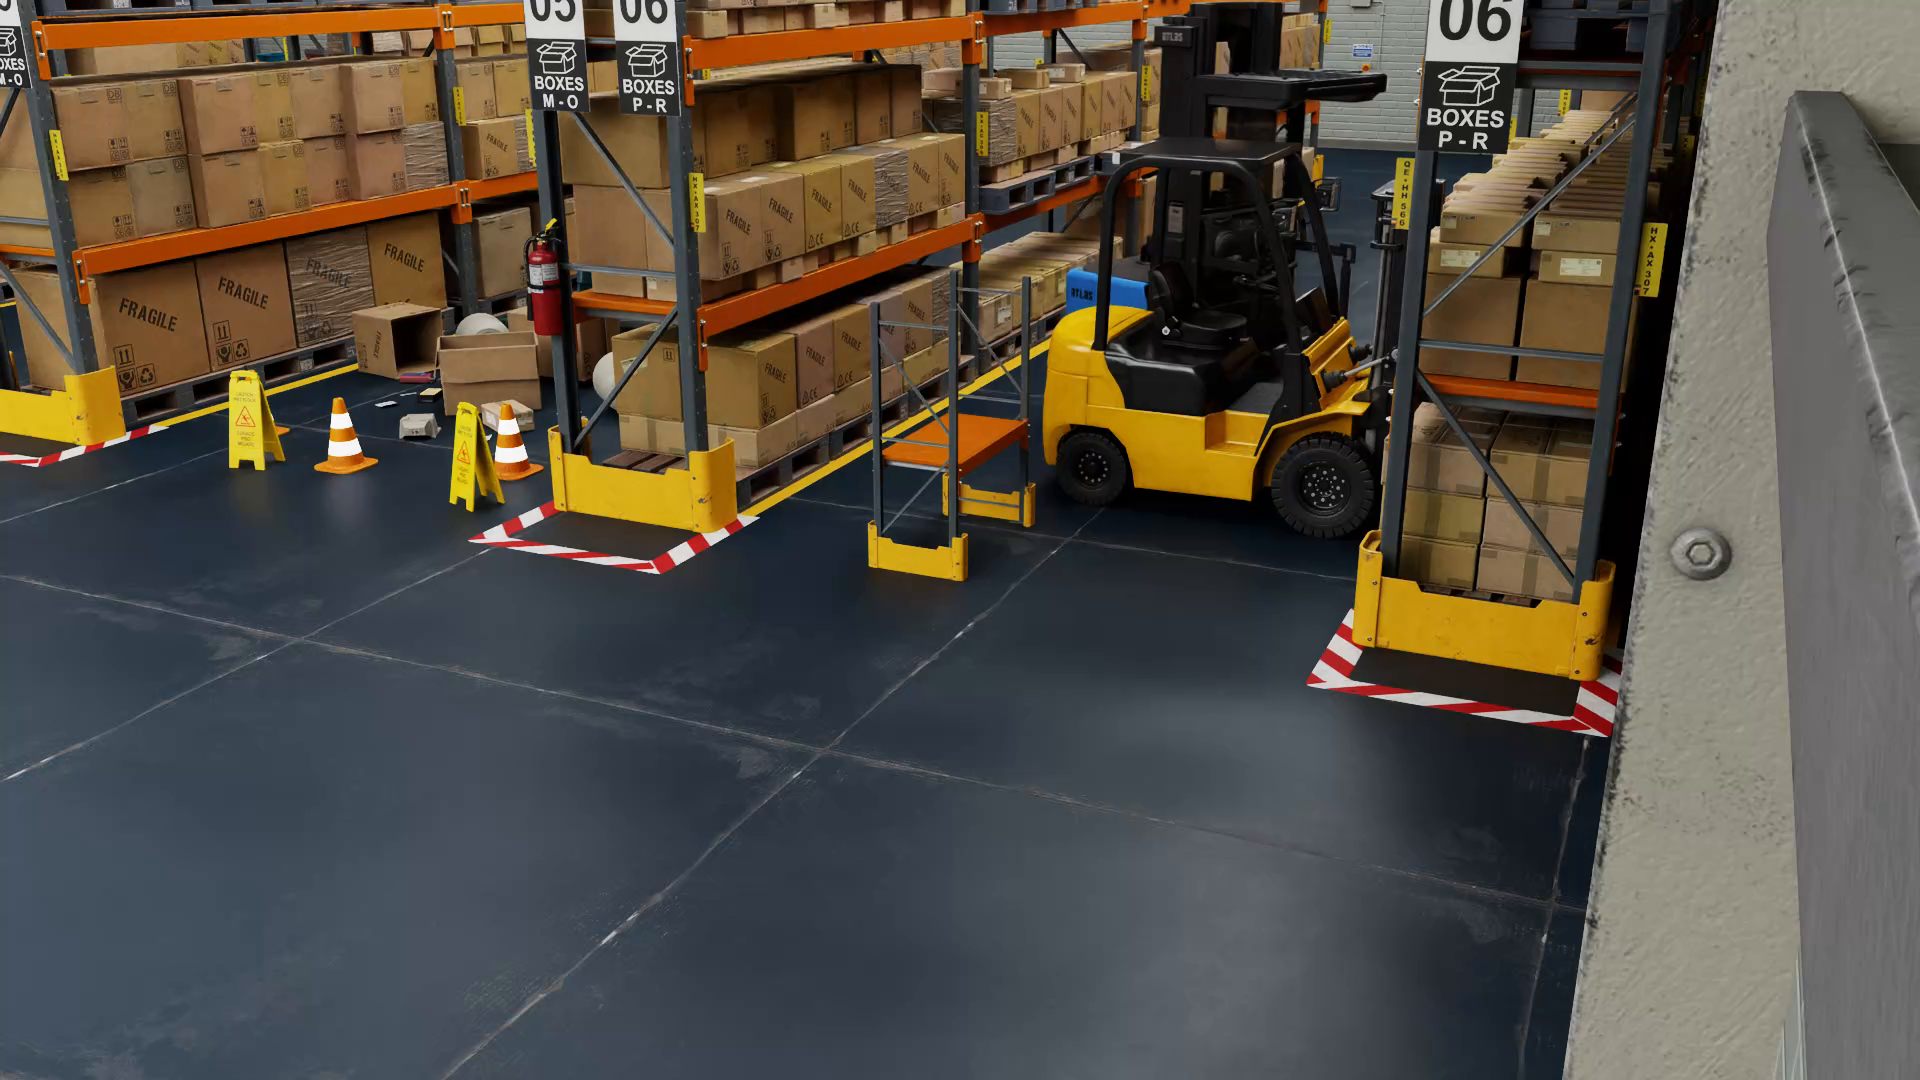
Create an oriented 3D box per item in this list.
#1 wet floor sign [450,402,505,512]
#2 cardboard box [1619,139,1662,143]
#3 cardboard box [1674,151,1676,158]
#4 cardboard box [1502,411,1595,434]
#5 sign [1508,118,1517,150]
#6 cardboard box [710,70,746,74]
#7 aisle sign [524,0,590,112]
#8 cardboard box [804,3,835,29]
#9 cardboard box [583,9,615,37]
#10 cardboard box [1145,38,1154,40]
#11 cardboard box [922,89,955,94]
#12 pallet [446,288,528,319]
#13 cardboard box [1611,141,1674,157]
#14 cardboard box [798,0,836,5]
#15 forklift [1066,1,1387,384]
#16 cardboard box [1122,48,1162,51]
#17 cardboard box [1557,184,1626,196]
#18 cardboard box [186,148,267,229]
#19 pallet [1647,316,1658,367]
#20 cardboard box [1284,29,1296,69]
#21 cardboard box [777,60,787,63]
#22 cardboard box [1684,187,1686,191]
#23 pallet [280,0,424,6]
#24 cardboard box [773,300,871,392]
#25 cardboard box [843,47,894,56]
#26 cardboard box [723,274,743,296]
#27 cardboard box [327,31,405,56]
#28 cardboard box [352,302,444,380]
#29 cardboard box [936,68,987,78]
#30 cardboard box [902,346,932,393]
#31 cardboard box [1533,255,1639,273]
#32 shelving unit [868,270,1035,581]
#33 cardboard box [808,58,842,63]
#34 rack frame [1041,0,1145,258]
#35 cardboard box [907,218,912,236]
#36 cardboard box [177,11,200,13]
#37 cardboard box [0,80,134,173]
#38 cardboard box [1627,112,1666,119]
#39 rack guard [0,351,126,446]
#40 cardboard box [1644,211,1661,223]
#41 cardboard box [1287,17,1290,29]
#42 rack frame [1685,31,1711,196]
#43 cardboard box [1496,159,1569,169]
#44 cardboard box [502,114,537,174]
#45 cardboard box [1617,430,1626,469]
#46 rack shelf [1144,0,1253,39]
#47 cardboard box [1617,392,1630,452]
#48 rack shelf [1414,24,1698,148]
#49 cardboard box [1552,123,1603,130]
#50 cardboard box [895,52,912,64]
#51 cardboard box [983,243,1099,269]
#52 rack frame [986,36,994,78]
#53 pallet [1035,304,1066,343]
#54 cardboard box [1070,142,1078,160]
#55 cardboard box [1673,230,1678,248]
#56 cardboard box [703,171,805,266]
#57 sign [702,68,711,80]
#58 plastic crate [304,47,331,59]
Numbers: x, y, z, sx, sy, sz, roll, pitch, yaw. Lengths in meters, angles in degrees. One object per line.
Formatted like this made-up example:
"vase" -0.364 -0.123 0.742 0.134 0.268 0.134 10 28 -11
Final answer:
"wet floor sign" -3.023 -0.535 10.311 0.267 0.644 0.232 18 26 41
"cardboard box" 5.010 -2.834 12.144 0.380 0.149 0.250 9 21 23
"cardboard box" 5.278 -2.849 12.781 0.500 0.250 0.500 8 21 22
"cardboard box" 3.132 -0.524 8.749 0.500 0.250 0.500 9 21 23
"sign" 3.700 -2.679 11.214 0.100 0.325 0.005 9 21 23
"cardboard box" -2.673 -5.281 19.003 0.380 0.149 0.250 8 21 22
"aisle sign" -2.259 -2.802 9.290 0.394 0.787 0.004 9 21 23
"cardboard box" -1.012 -3.303 10.479 0.380 0.149 0.250 9 21 23
"cardboard box" -2.078 -2.998 9.621 0.380 0.149 0.250 9 21 23
"cardboard box" 2.319 -5.488 19.083 0.500 0.500 0.500 8 21 22
"cardboard box" -0.150 -3.488 13.881 0.500 0.500 0.500 9 21 23
"pallet" -4.641 -2.359 16.088 1.003 0.211 1.213 9 21 23
"cardboard box" 4.344 -2.453 10.627 0.380 0.149 0.250 9 21 23
"cardboard box" -1.116 -3.470 10.352 0.500 0.250 0.500 9 22 24
"forklift" 2.124 -2.091 11.275 1.130 2.935 3.031 -17 26 -39
"cardboard box" 1.926 -4.790 17.119 0.500 0.500 0.500 9 21 23
"cardboard box" 3.326 -1.758 8.674 0.380 0.149 0.250 9 22 24
"cardboard box" -5.867 -2.720 12.716 0.875 0.550 0.550 9 21 23
"pallet" 5.464 -1.761 14.407 1.003 0.211 1.213 9 21 23
"cardboard box" 4.002 -6.317 21.414 0.500 0.500 0.500 8 21 22
"cardboard box" -2.410 -6.011 21.055 0.380 0.149 0.250 9 21 23
"cardboard box" 7.587 -3.718 17.882 0.380 0.149 0.250 8 21 21
"pallet" -5.233 -4.550 13.742 1.003 0.211 1.213 9 21 23
"cardboard box" -0.954 -1.340 11.418 0.500 0.500 0.500 9 21 24
"cardboard box" -1.206 -6.636 21.865 0.500 0.500 0.500 9 22 24
"cardboard box" -1.551 -1.592 10.144 0.380 0.149 0.250 9 21 24
"cardboard box" -7.420 -6.102 20.805 0.797 0.503 0.637 9 22 25
"cardboard box" -4.588 -1.635 13.617 0.500 0.500 0.500 13 23 32
"cardboard box" 0.013 -3.941 14.186 0.380 0.149 0.250 8 21 20
"cardboard box" -0.537 -1.299 12.422 0.500 0.250 0.500 8 21 21
"cardboard box" 3.210 -1.199 8.514 0.500 0.500 0.500 9 22 24
"shelving unit" -0.031 -0.683 9.452 0.587 1.500 1.083 9 21 23
"cardboard box" -1.708 -6.001 21.025 0.380 0.149 0.250 8 21 21
"rack frame" 1.307 -4.002 16.544 1.000 3.000 0.127 9 21 23
"cardboard box" -0.573 -2.300 12.134 0.380 0.149 0.250 8 21 22
"cardboard box" -13.840 -9.198 29.514 0.500 0.500 0.500 9 22 24
"cardboard box" -6.339 -2.892 11.588 0.875 0.550 0.550 9 21 23
"cardboard box" 5.888 -3.547 14.149 0.380 0.149 0.250 9 22 24
"rack guard" -6.536 -1.019 11.888 1.175 0.500 0.348 9 21 23
"cardboard box" 3.528 -1.680 8.899 0.380 0.149 0.250 9 22 25
"cardboard box" 4.021 -6.658 21.405 0.380 0.149 0.250 9 22 24
"rack frame" 7.475 -4.544 18.070 1.000 3.000 0.127 9 21 23
"cardboard box" 3.342 -2.130 9.721 0.380 0.149 0.250 8 21 22
"cardboard box" -4.222 -3.752 15.694 0.500 0.500 0.500 9 21 23
"cardboard box" 3.984 -0.669 10.651 0.500 0.250 0.500 8 21 22
"rack shelf" 2.126 -5.687 17.881 1.077 0.370 4.000 9 21 23
"cardboard box" 3.782 -0.746 10.120 0.500 0.250 0.500 8 21 22
"rack shelf" 3.380 -2.562 9.092 1.077 0.370 4.000 9 21 23
"cardboard box" 4.919 -3.221 13.233 0.380 0.149 0.250 9 21 24
"cardboard box" -0.984 -6.329 22.495 0.500 0.500 0.500 9 21 23
"cardboard box" 0.771 -2.563 15.795 0.950 0.372 0.625 8 21 22
"rack frame" 0.025 -7.095 25.243 1.000 3.000 0.127 9 21 23
"pallet" 0.484 -2.077 15.295 1.003 0.211 1.213 9 21 23
"cardboard box" 0.825 -3.464 14.781 0.380 0.149 0.250 8 21 21
"cardboard box" 6.335 -2.764 15.200 0.380 0.149 0.250 10 22 25
"cardboard box" -1.313 -2.009 10.347 0.500 0.500 0.500 9 22 24
"sign" -2.743 -5.120 17.962 0.100 0.325 0.005 9 21 23
"plastic crate" -10.021 -7.561 26.367 0.402 0.464 0.583 9 21 23
